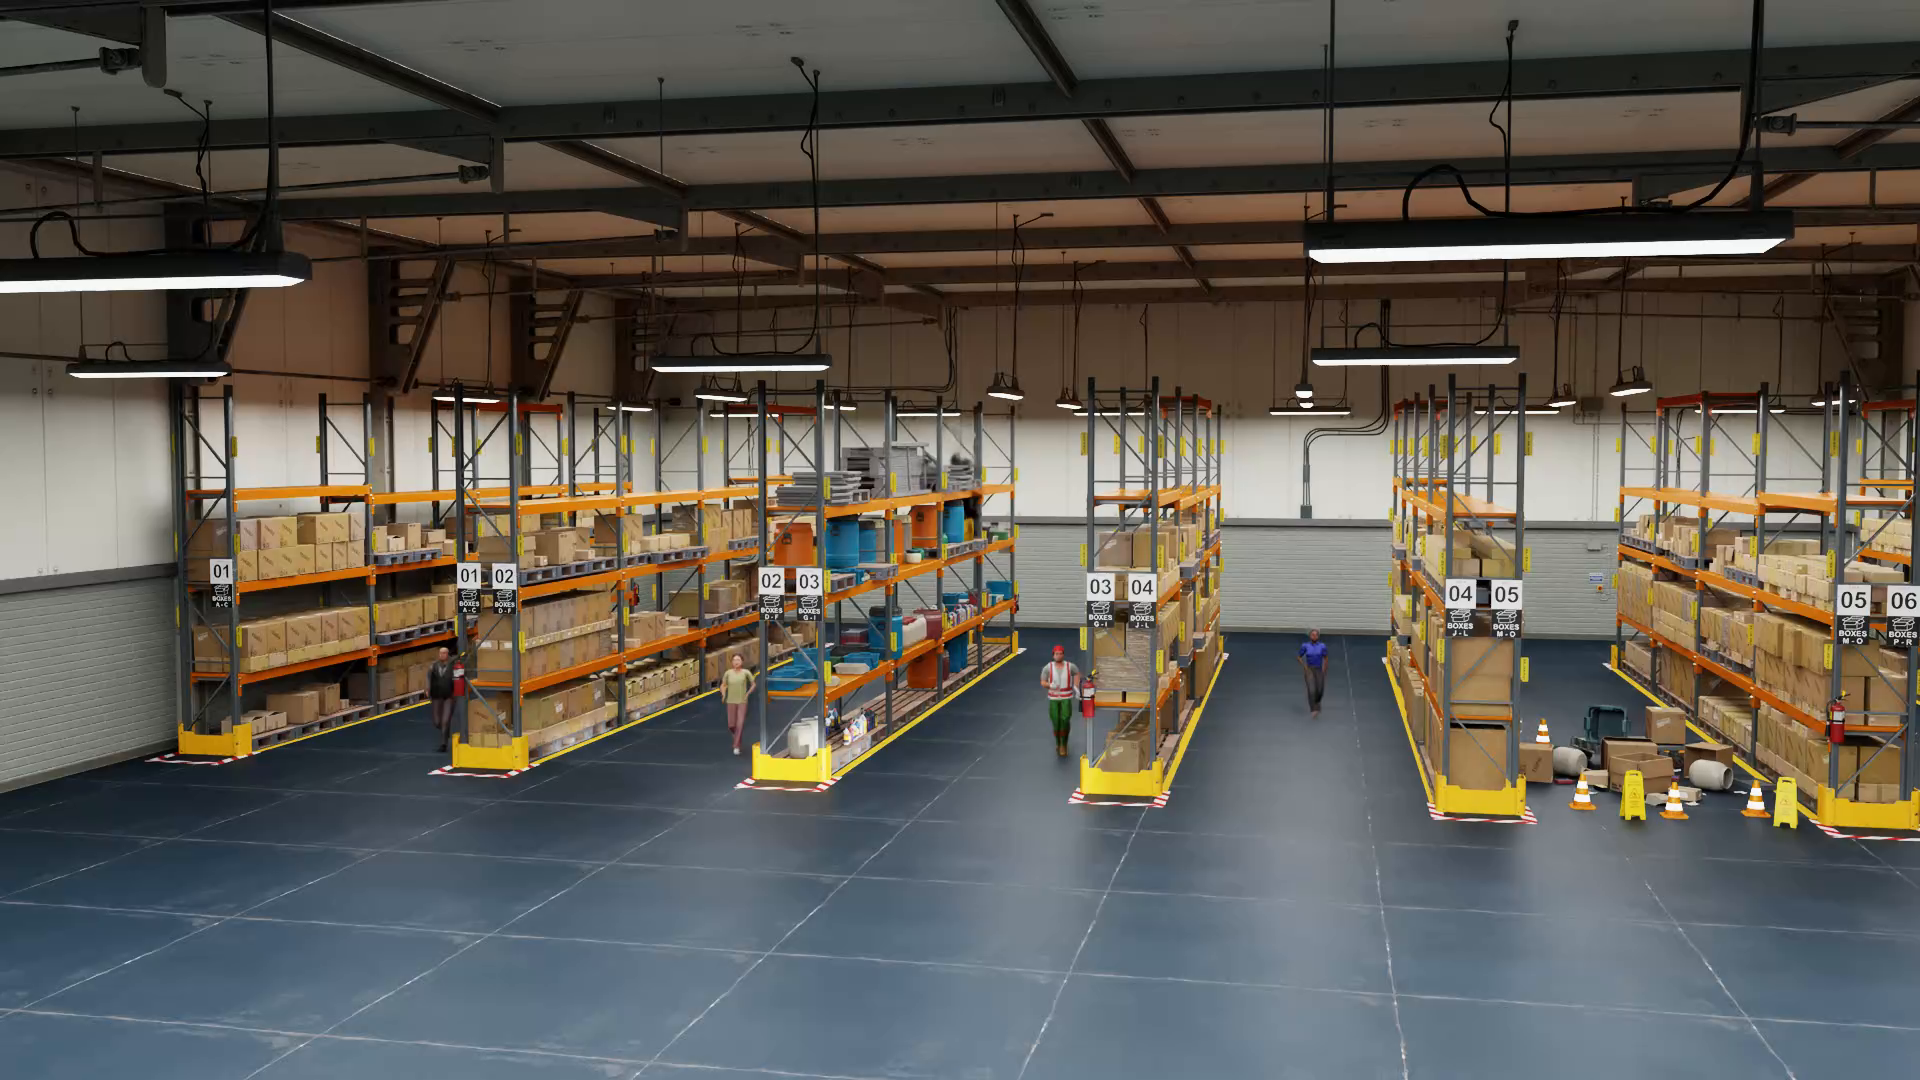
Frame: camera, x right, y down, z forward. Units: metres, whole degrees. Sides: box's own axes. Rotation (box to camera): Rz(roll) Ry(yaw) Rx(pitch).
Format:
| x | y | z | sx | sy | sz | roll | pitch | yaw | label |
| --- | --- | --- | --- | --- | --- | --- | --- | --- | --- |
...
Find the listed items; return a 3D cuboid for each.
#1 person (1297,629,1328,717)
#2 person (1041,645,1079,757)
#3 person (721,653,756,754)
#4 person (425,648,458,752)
| x | y | z | sx | sy | sz | roll | pitch | yaw | label |
| --- | --- | --- | --- | --- | --- | --- | --- | --- | --- |
| 6.570 | 2.466 | 30.969 | 0.582 | 1.624 | 0.557 | 0 | 3 | 5 | person |
| 1.615 | 2.605 | 26.998 | 0.599 | 1.806 | 0.756 | 1 | 3 | 11 | person |
| -3.642 | 2.670 | 27.308 | 0.581 | 1.631 | 0.605 | 0 | 3 | -1 | person |
| -8.525 | 2.626 | 27.529 | 0.661 | 1.694 | 0.733 | 0 | 3 | -4 | person |
